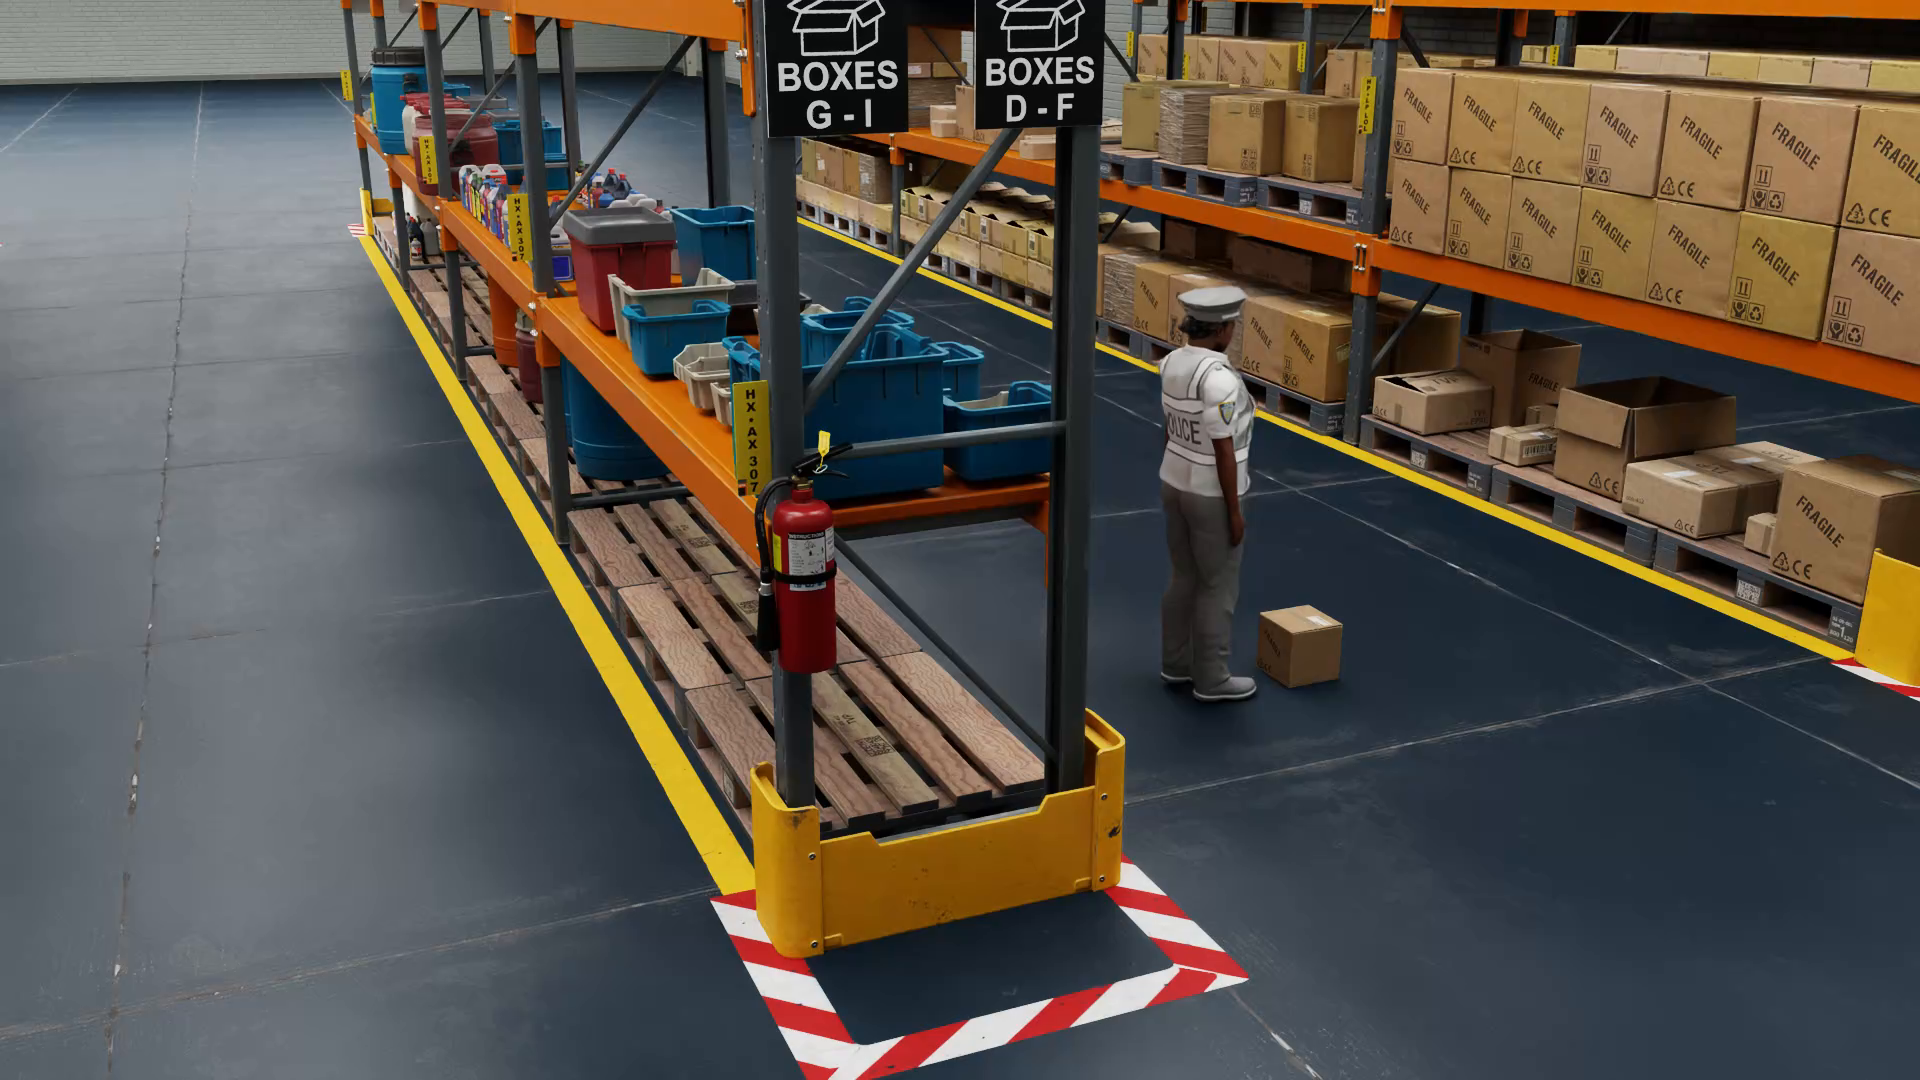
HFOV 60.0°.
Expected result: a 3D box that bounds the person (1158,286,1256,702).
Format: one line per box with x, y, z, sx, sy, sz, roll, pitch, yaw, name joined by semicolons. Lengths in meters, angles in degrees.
1.000;-0.171;6.623;0.397;1.677;0.463;-8;20;-22;person
